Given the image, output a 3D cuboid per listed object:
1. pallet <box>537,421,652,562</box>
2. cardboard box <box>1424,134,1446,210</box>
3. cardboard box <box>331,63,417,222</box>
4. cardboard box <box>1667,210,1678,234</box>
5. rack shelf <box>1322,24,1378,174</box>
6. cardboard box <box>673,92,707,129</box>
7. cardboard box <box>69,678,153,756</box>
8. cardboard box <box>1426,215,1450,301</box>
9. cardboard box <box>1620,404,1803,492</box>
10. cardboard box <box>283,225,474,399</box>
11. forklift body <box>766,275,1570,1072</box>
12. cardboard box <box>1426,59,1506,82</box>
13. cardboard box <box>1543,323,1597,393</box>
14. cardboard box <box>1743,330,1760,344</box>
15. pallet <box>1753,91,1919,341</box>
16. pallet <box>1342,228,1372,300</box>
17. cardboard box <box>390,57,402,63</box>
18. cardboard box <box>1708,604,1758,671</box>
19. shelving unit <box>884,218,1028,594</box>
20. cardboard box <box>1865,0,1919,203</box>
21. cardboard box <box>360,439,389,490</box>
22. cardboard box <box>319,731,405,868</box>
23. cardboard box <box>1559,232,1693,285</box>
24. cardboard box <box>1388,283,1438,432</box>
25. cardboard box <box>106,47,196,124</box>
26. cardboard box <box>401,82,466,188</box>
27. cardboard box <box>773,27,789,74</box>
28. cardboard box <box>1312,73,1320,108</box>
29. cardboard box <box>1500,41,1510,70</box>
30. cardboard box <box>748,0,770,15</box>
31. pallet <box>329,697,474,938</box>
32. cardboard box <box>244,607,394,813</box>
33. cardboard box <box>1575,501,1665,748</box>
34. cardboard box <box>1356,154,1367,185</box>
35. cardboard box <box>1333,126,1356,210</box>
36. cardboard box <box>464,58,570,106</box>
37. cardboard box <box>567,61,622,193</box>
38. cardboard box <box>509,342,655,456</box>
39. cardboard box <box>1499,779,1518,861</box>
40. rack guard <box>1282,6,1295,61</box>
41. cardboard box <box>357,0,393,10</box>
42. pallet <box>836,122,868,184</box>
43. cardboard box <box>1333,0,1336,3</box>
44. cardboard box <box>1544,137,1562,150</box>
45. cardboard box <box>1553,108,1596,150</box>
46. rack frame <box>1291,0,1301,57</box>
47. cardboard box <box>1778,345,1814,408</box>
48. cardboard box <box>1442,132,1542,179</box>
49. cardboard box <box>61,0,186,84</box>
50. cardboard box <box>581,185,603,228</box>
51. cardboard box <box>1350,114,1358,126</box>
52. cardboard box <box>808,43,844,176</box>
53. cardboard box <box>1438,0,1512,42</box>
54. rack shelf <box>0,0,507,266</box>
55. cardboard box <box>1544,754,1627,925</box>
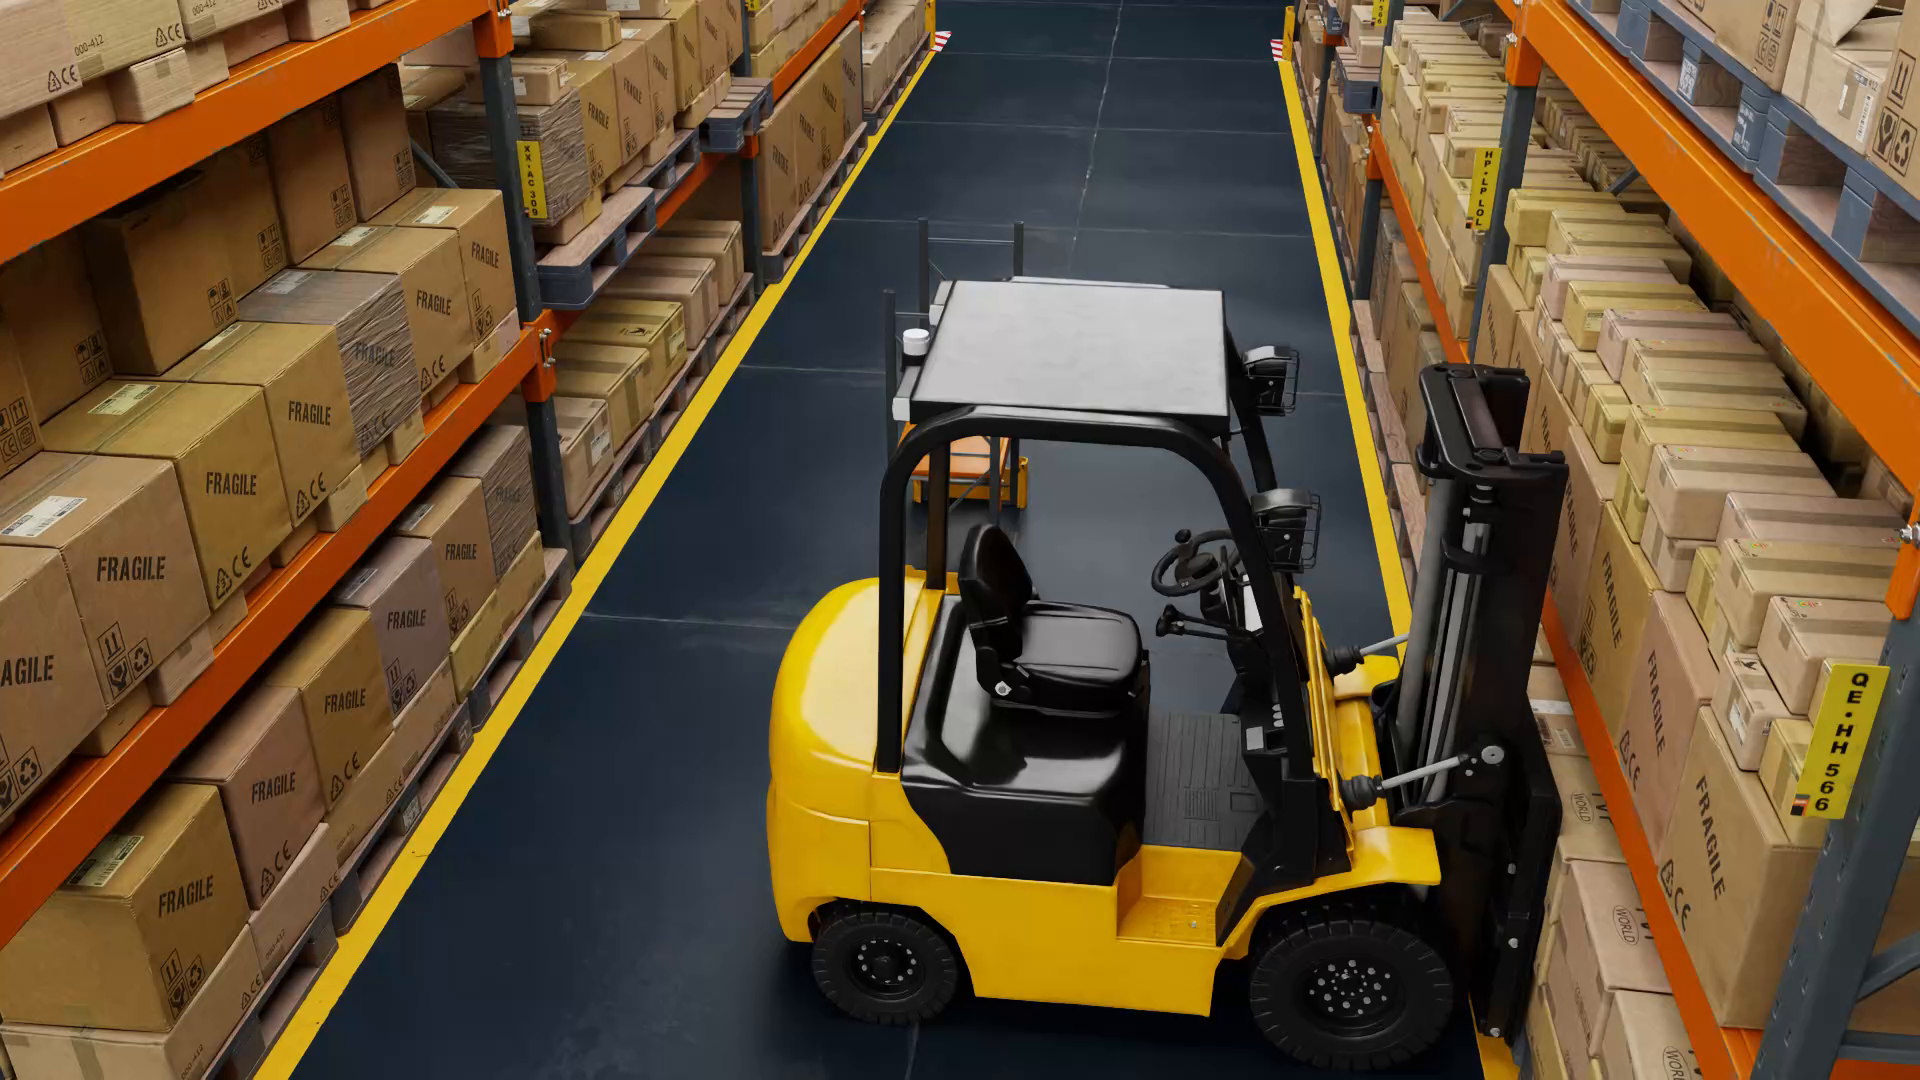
[{"bbox_3d":[-2.245,-0.296,8.577,1.003,0.211,1.213,3,28,6],"label":"pallet"},{"bbox_3d":[2.518,-1.753,7.973,0.500,0.250,0.500,4,29,7],"label":"cardboard box"},{"bbox_3d":[-2.608,-1.578,6.543,0.700,0.500,0.500,3,28,6],"label":"cardboard box"},{"bbox_3d":[2.848,-1.163,6.143,0.380,0.149,0.250,3,29,6],"label":"cardboard box"},{"bbox_3d":[3.323,-3.378,12.116,1.077,0.370,4.000,3,28,6],"label":"rack shelf"},{"bbox_3d":[-1.662,-2.446,9.450,0.380,0.149,0.250,4,29,7],"label":"cardboard box"},{"bbox_3d":[-2.452,0.449,4.519,0.380,0.149,0.250,2,28,5],"label":"cardboard box"},{"bbox_3d":[2.446,-1.294,7.647,0.500,0.250,0.500,3,28,6],"label":"cardboard box"},{"bbox_3d":[1.989,-0.236,4.422,0.380,0.149,0.250,4,29,7],"label":"cardboard box"},{"bbox_3d":[-2.203,-0.866,6.275,0.500,0.500,0.500,4,29,8],"label":"cardboard box"},{"bbox_3d":[0.519,0.388,5.263,2.313,2.155,1.214,3,28,6],"label":"forklift body"},{"bbox_3d":[2.688,-2.458,8.860,0.380,0.149,0.250,4,29,7],"label":"cardboard box"},{"bbox_3d":[2.116,-0.584,5.382,0.380,0.149,0.250,3,28,6],"label":"cardboard box"},{"bbox_3d":[2.650,-0.554,5.326,0.380,0.149,0.250,4,29,8],"label":"cardboard box"},{"bbox_3d":[2.210,-0.600,3.133,1.003,0.211,1.213,3,28,6],"label":"pallet"},{"bbox_3d":[3.207,-1.875,11.508,1.003,0.211,1.213,3,28,6],"label":"pallet"},{"bbox_3d":[-5.802,-4.859,16.669,0.380,0.149,0.250,3,28,5],"label":"cardboard box"},{"bbox_3d":[1.956,0.263,3.810,0.380,0.149,0.250,4,29,7],"label":"cardboard box"},{"bbox_3d":[-0.009,-0.624,7.828,0.587,1.500,1.083,3,28,6],"label":"shelving unit"},{"bbox_3d":[1.910,-0.804,2.763,0.500,0.500,0.500,4,29,8],"label":"cardboard box"},{"bbox_3d":[-2.258,-0.280,5.873,0.380,0.149,0.250,3,28,5],"label":"cardboard box"},{"bbox_3d":[-2.332,0.890,5.891,0.500,0.250,0.500,5,29,10],"label":"cardboard box"},{"bbox_3d":[2.289,-0.949,5.746,0.380,0.149,0.250,3,28,5],"label":"cardboard box"},{"bbox_3d":[2.833,-0.975,8.958,0.875,0.625,0.625,2,28,4],"label":"cardboard box"},{"bbox_3d":[-2.312,-1.230,4.473,0.380,0.149,0.250,4,29,7],"label":"cardboard box"},{"bbox_3d":[-2.510,-1.748,7.470,0.500,0.500,0.500,3,28,5],"label":"cardboard box"},{"bbox_3d":[-1.494,-3.432,11.617,0.500,0.250,0.500,3,28,5],"label":"cardboard box"},{"bbox_3d":[3.388,-4.065,15.072,0.396,0.266,0.258,4,29,8],"label":"cardboard box"},{"bbox_3d":[3.225,-2.670,9.254,0.380,0.149,0.250,3,28,6],"label":"cardboard box"},{"bbox_3d":[-1.546,-3.742,10.874,0.500,0.500,0.500,2,28,5],"label":"cardboard box"},{"bbox_3d":[-2.533,0.965,6.237,1.003,0.211,1.213,3,28,6],"label":"pallet"},{"bbox_3d":[-2.324,0.564,5.705,0.500,0.500,0.500,4,29,7],"label":"cardboard box"},{"bbox_3d":[2.032,0.237,4.543,0.500,0.500,0.500,3,28,5],"label":"cardboard box"},{"bbox_3d":[2.890,-2.501,11.238,0.380,0.149,0.250,2,28,4],"label":"cardboard box"},{"bbox_3d":[3.095,-2.776,12.433,0.500,0.500,0.500,2,28,4],"label":"cardboard box"},{"bbox_3d":[-1.930,-2.003,7.260,0.380,0.149,0.250,3,28,6],"label":"cardboard box"},{"bbox_3d":[-1.936,-1.957,7.858,0.500,0.500,0.500,3,29,6],"label":"cardboard box"},{"bbox_3d":[-2.193,-0.771,8.846,0.950,0.372,0.625,5,29,9],"label":"cardboard box"},{"bbox_3d":[2.026,0.856,5.428,0.500,0.250,0.500,3,28,6],"label":"cardboard box"},{"bbox_3d":[4.049,-5.383,17.714,1.175,0.500,0.348,3,28,6],"label":"rack guard"},{"bbox_3d":[-2.201,-1.965,5.837,0.380,0.149,0.250,4,29,7],"label":"cardboard box"},{"bbox_3d":[-1.379,-3.328,14.204,1.003,0.211,1.213,3,28,6],"label":"pallet"},{"bbox_3d":[3.223,-4.407,12.719,0.700,0.500,0.500,4,29,7],"label":"cardboard box"},{"bbox_3d":[3.050,-1.725,7.921,0.500,0.250,0.500,3,28,5],"label":"cardboard box"},{"bbox_3d":[3.052,-1.950,7.918,0.380,0.149,0.250,3,28,6],"label":"cardboard box"},{"bbox_3d":[4.058,-6.519,17.188,1.000,3.000,0.127,3,28,6],"label":"rack frame"},{"bbox_3d":[2.597,-0.445,4.810,0.380,0.149,0.250,4,29,8],"label":"cardboard box"},{"bbox_3d":[2.406,-1.740,7.528,0.380,0.149,0.250,2,28,5],"label":"cardboard box"},{"bbox_3d":[-2.393,-1.362,4.298,0.500,0.250,0.500,4,29,8],"label":"cardboard box"},{"bbox_3d":[-1.918,-1.590,7.861,0.380,0.149,0.250,4,29,7],"label":"cardboard box"},{"bbox_3d":[3.162,-3.234,12.600,0.380,0.149,0.250,4,29,8],"label":"cardboard box"},{"bbox_3d":[-1.458,-3.450,13.289,0.875,0.875,0.875,4,29,8],"label":"cardboard box"},{"bbox_3d":[3.296,-3.215,10.507,0.500,0.500,0.500,5,29,9],"label":"cardboard box"},{"bbox_3d":[-2.584,-1.220,4.947,1.077,0.370,4.000,3,28,6],"label":"rack shelf"},{"bbox_3d":[1.953,0.884,4.848,0.500,0.250,0.500,4,29,7],"label":"cardboard box"}]
